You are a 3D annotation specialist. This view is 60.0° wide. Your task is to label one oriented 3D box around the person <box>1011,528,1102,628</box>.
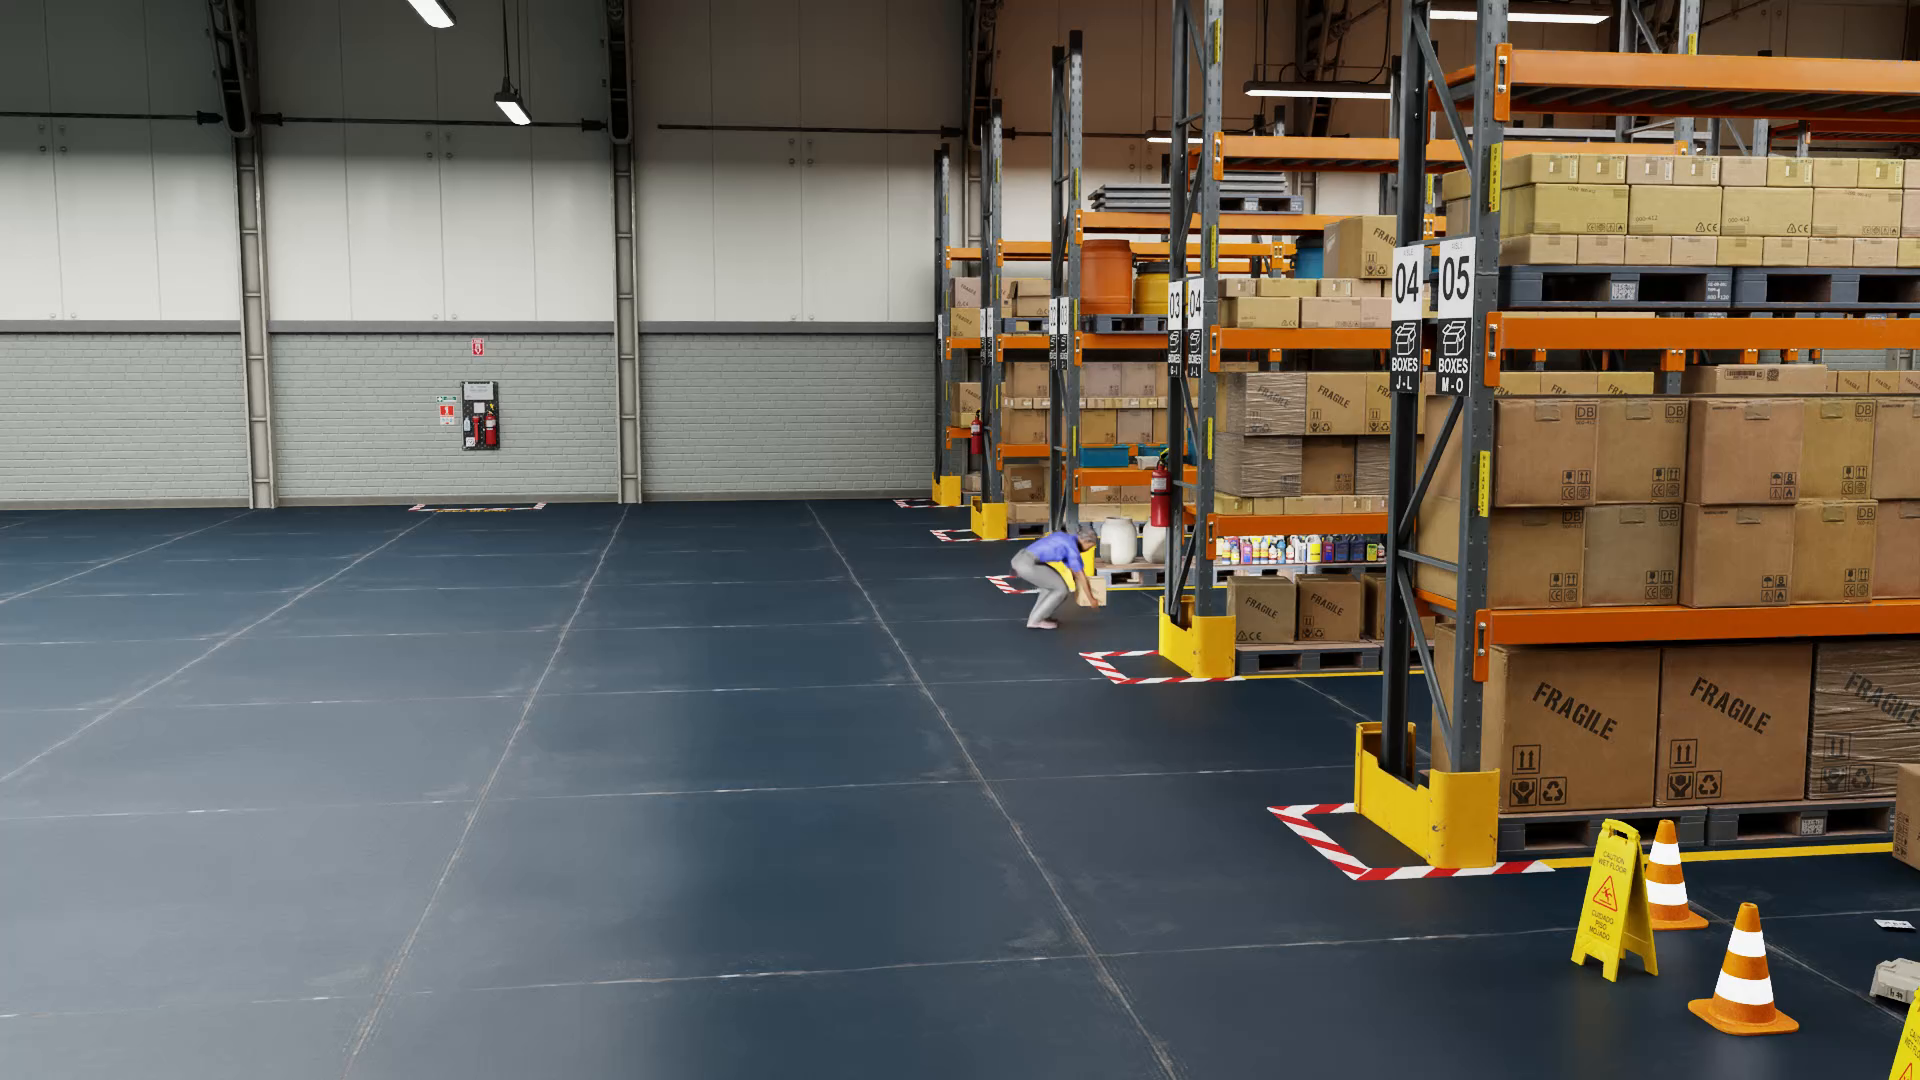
[{"bbox_3d":[0.920,0.359,15.904,0.865,0.941,0.456,-1,7,-11],"label":"person"}]
